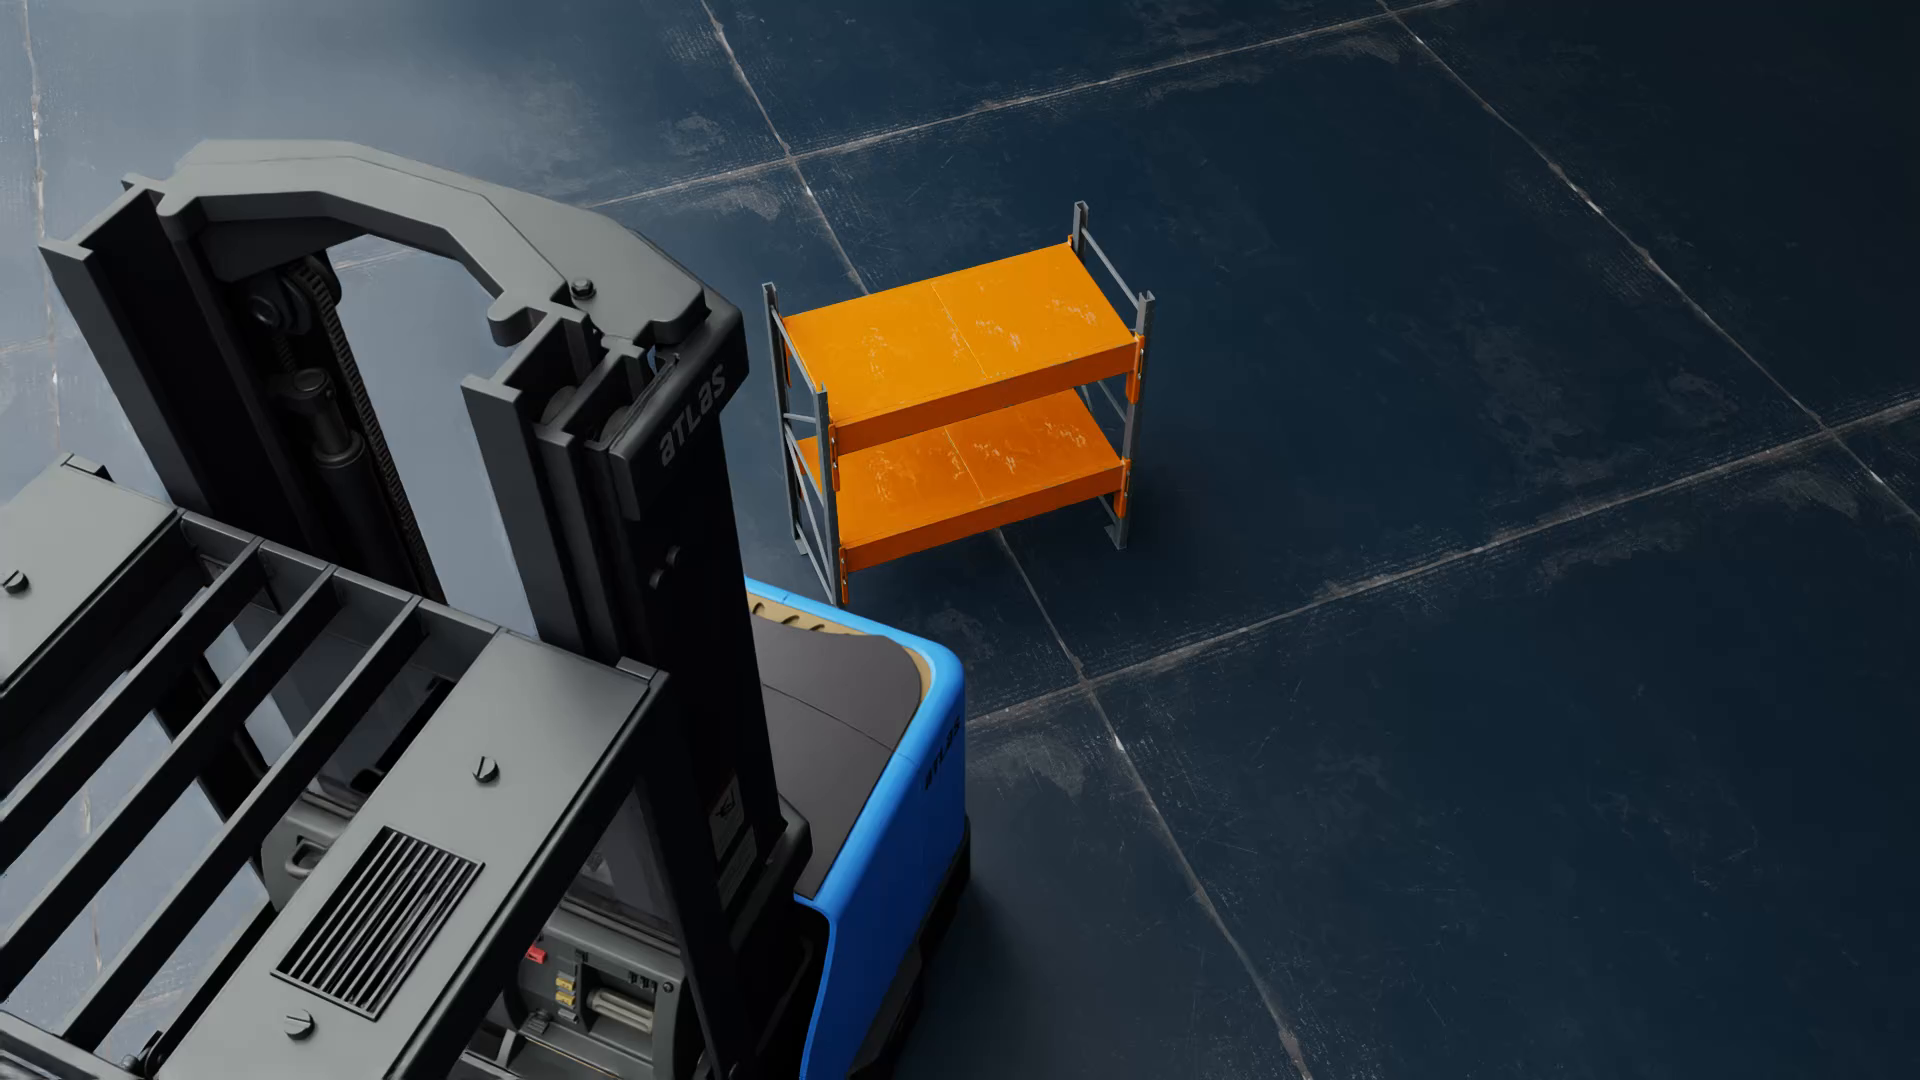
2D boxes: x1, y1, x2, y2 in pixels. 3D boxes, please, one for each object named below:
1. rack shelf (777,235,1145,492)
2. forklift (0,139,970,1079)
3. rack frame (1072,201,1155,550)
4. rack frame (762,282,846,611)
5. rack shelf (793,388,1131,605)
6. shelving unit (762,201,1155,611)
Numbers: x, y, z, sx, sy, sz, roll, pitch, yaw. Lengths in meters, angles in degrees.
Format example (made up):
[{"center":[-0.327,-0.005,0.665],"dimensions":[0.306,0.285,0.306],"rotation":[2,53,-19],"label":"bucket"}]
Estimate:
[{"center":[-0.006,-0.555,5.100],"dimensions":[1.000,0.278,0.538],"rotation":[-17,52,-14],"label":"rack shelf"},{"center":[-1.020,0.905,3.041],"dimensions":[1.130,2.935,3.031],"rotation":[18,52,15],"label":"forklift"},{"center":[0.464,-0.510,5.447],"dimensions":[0.032,1.125,0.500],"rotation":[-17,52,-14],"label":"rack frame"},{"center":[-0.477,-0.219,5.196],"dimensions":[0.032,1.125,0.500],"rotation":[-17,52,-14],"label":"rack frame"},{"center":[-0.006,-0.205,5.507],"dimensions":[1.000,0.278,0.538],"rotation":[-17,52,-14],"label":"rack shelf"},{"center":[-0.006,-0.365,5.322],"dimensions":[1.048,1.125,0.538],"rotation":[-17,52,-14],"label":"shelving unit"}]
